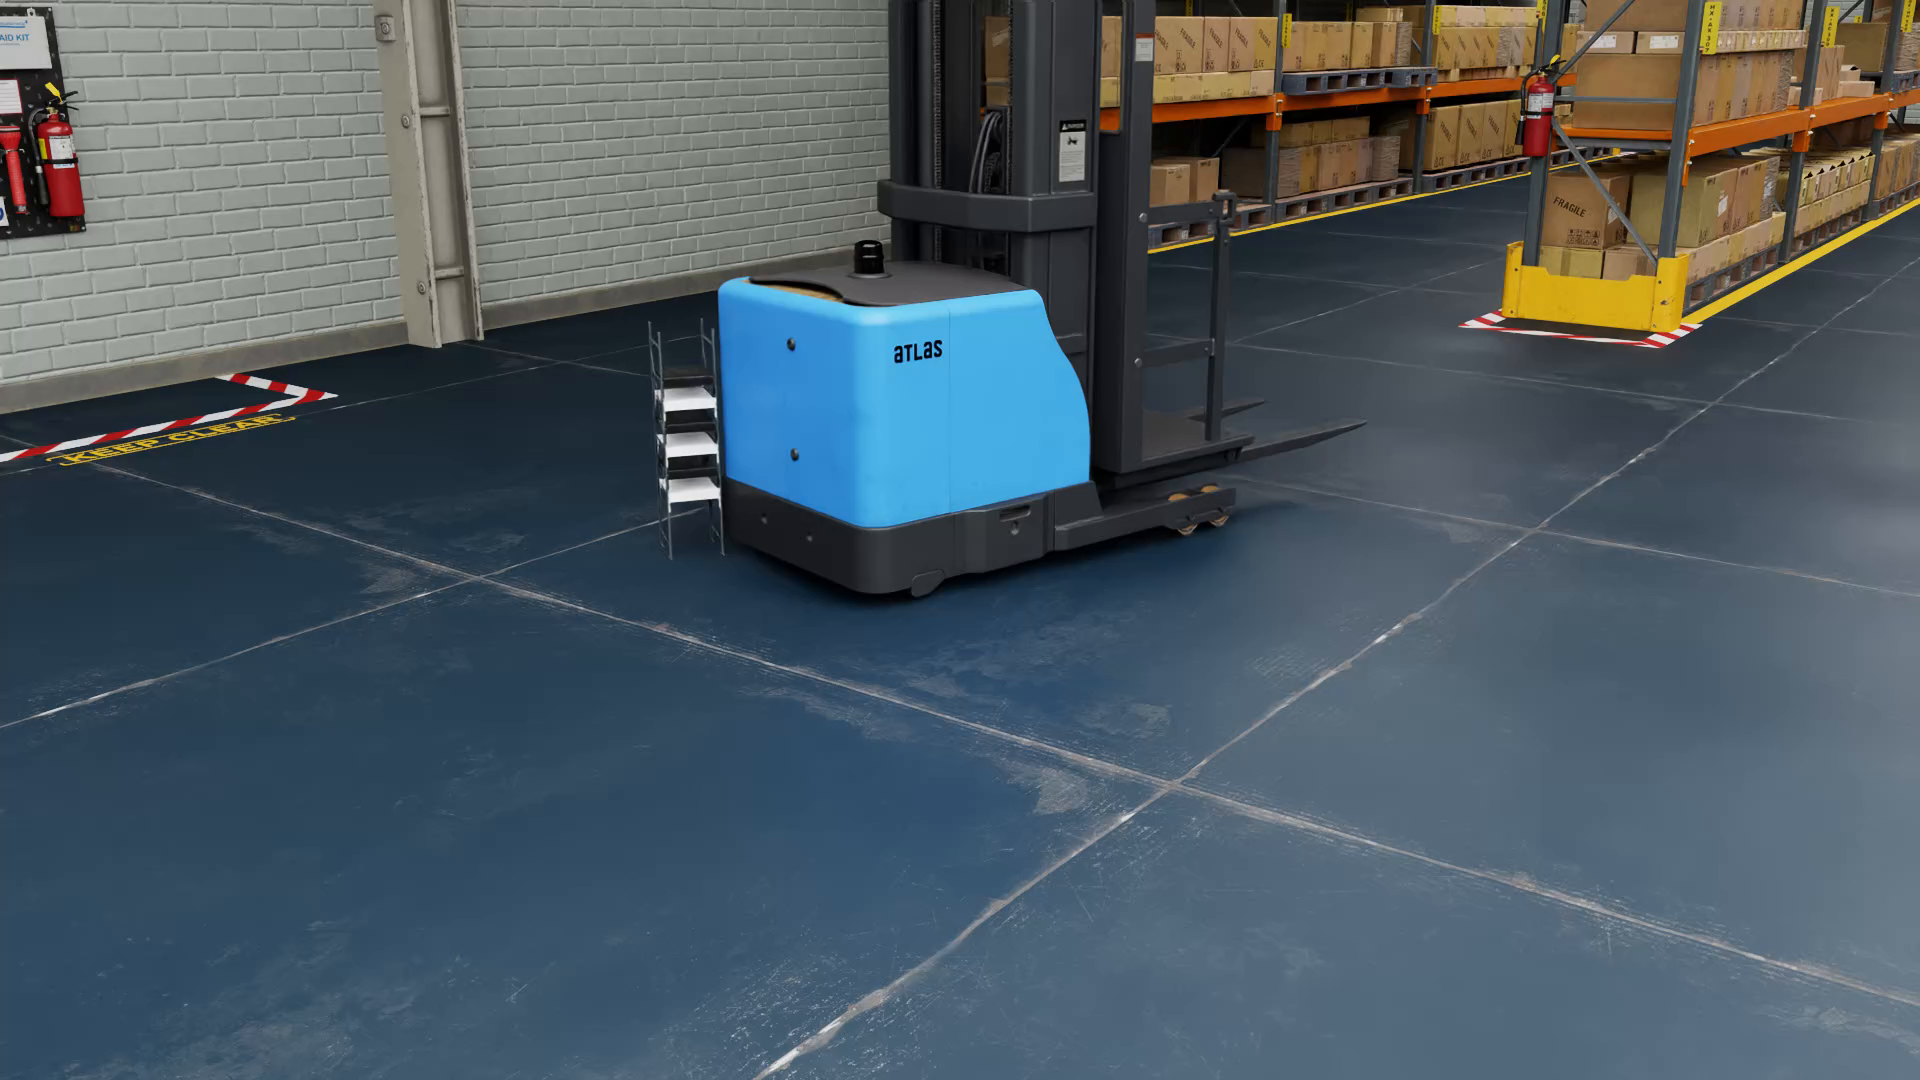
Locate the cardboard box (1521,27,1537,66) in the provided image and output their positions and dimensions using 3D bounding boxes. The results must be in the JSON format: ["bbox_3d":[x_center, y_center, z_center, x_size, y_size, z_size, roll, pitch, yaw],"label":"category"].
[{"bbox_3d":[7.537,-6.757,22.741,0.500,0.500,0.500,12,21,34],"label":"cardboard box"}]

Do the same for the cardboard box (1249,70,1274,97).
[{"bbox_3d":[2.804,-4.578,16.648,0.500,0.250,0.500,12,21,35],"label":"cardboard box"}]

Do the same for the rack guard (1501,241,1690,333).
[{"bbox_3d":[4.426,-1.780,11.633,1.175,0.500,0.348,12,21,35],"label":"rack guard"}]

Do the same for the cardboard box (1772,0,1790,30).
[{"bbox_3d":[6.264,-4.372,13.409,0.700,0.500,0.500,12,21,35],"label":"cardboard box"}]

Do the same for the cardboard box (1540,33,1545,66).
[{"bbox_3d":[7.946,-6.982,23.663,0.980,0.700,0.700,13,21,36],"label":"cardboard box"}]

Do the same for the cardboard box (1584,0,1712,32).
[{"bbox_3d":[4.760,-3.768,11.465,0.700,0.500,0.500,13,21,35],"label":"cardboard box"}]

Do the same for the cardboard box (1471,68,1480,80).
[{"bbox_3d":[6.514,-6.054,21.570,0.380,0.149,0.250,13,21,35],"label":"cardboard box"}]

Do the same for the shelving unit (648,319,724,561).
[{"bbox_3d":[-1.067,-0.391,6.484,0.210,0.900,0.258,-6,18,-18],"label":"shelving unit"}]

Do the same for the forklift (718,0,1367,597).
[{"bbox_3d":[0.525,-1.531,6.733,3.031,2.935,1.130,-14,22,-37],"label":"forklift"}]

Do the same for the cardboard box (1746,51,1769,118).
[{"bbox_3d":[5.953,-3.628,13.199,0.700,0.500,0.500,13,21,35],"label":"cardboard box"}]

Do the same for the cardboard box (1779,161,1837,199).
[{"bbox_3d":[7.880,-3.384,15.565,0.500,0.311,0.500,12,21,33],"label":"cardboard box"}]

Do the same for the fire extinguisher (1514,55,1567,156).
[{"bbox_3d":[3.997,-2.997,11.466,0.296,0.674,0.183,12,21,35],"label":"fire extinguisher"}]

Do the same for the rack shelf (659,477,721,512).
[{"bbox_3d":[-1.067,-0.187,6.547,0.200,0.077,0.258,-6,18,-18],"label":"rack shelf"}]

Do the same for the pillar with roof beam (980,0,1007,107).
[{"bbox_3d":[3.639,-6.278,11.786,9.100,9.000,0.400,12,21,35],"label":"pillar with roof beam"}]

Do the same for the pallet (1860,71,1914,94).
[{"bbox_3d":[9.554,-4.967,18.005,1.213,0.211,1.003,12,21,35],"label":"pallet"}]

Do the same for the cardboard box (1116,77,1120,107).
[{"bbox_3d":[1.303,-3.978,14.716,0.500,0.250,0.500,12,21,33],"label":"cardboard box"}]

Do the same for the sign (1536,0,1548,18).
[{"bbox_3d":[4.013,-3.745,11.393,0.100,0.325,0.005,12,21,35],"label":"sign"}]

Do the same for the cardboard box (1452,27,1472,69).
[{"bbox_3d":[6.041,-6.152,20.794,0.500,0.500,0.500,13,22,36],"label":"cardboard box"}]

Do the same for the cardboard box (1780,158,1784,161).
[{"bbox_3d":[7.741,-3.597,16.252,0.500,0.311,0.500,12,21,34],"label":"cardboard box"}]

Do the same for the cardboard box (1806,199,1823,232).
[{"bbox_3d":[7.568,-2.994,15.254,0.500,0.250,0.500,13,22,36],"label":"cardboard box"}]

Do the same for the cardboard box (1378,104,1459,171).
[{"bbox_3d":[5.770,-5.085,20.978,0.750,0.750,0.750,12,21,34],"label":"cardboard box"}]

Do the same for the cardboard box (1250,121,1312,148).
[{"bbox_3d":[3.528,-4.465,18.273,0.500,0.250,0.500,12,21,34],"label":"cardboard box"}]

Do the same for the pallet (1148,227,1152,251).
[{"bbox_3d":[1.017,-2.728,15.172,1.003,0.211,1.213,12,21,35],"label":"pallet"}]

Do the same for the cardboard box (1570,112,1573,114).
[{"bbox_3d":[9.059,-6.248,25.313,0.700,0.500,0.500,12,21,33],"label":"cardboard box"}]

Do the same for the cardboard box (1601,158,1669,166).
[{"bbox_3d":[5.404,-2.765,13.254,0.500,0.500,0.500,12,21,35],"label":"cardboard box"}]

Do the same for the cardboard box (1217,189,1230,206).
[{"bbox_3d":[2.548,-3.531,17.092,0.380,0.166,0.250,9,20,28],"label":"cardboard box"}]

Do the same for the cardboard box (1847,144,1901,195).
[{"bbox_3d":[10.015,-4.085,18.313,0.500,0.500,0.500,12,21,33],"label":"cardboard box"}]

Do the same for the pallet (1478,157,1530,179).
[{"bbox_3d":[7.210,-5.183,23.079,1.003,0.211,1.213,12,21,35],"label":"pallet"}]

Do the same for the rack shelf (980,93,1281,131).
[{"bbox_3d":[1.651,-3.987,15.737,1.077,0.370,4.000,12,21,35],"label":"rack shelf"}]

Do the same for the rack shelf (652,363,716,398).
[{"bbox_3d":[-1.067,-0.617,6.414,0.200,0.077,0.258,-6,18,-18],"label":"rack shelf"}]

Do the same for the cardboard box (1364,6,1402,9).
[{"bbox_3d":[5.288,-6.471,20.555,0.500,0.250,0.500,13,22,36],"label":"cardboard box"}]

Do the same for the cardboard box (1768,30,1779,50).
[{"bbox_3d":[6.226,-3.945,13.128,0.380,0.149,0.250,12,21,34],"label":"cardboard box"}]

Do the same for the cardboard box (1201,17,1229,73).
[{"bbox_3d":[2.208,-4.698,15.768,0.500,0.500,0.500,12,21,33],"label":"cardboard box"}]

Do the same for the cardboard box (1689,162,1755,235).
[{"bbox_3d":[5.834,-2.670,12.949,0.500,0.500,0.500,12,21,35],"label":"cardboard box"}]

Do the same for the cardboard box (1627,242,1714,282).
[{"bbox_3d":[5.233,-2.075,12.297,0.500,0.250,0.500,12,21,35],"label":"cardboard box"}]

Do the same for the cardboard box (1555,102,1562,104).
[{"bbox_3d":[8.968,-6.621,25.420,0.380,0.149,0.250,13,21,35],"label":"cardboard box"}]

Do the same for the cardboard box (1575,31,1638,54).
[{"bbox_3d":[4.515,-3.462,11.571,0.380,0.149,0.250,12,21,34],"label":"cardboard box"}]

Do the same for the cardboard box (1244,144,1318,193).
[{"bbox_3d":[3.536,-4.133,18.469,0.700,0.500,0.500,12,21,34],"label":"cardboard box"}]

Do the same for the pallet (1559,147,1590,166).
[{"bbox_3d":[8.852,-5.840,25.192,1.003,0.211,1.213,12,21,35],"label":"pallet"}]

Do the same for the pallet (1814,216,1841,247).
[{"bbox_3d":[7.958,-3.075,16.289,1.003,0.211,1.213,12,21,35],"label":"pallet"}]

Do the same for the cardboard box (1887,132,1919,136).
[{"bbox_3d":[11.526,-4.686,20.248,0.500,0.500,0.500,12,21,34],"label":"cardboard box"}]

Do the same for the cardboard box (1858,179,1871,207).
[{"bbox_3d":[9.089,-3.604,17.220,0.500,0.250,0.500,13,21,36],"label":"cardboard box"}]

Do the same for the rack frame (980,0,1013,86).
[{"bbox_3d":[0.460,-3.854,14.097,1.000,3.000,0.127,12,21,35],"label":"rack frame"}]

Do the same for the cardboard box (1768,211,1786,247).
[{"bbox_3d":[6.723,-2.671,14.214,0.500,0.250,0.500,12,21,35],"label":"cardboard box"}]

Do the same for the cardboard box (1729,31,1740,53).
[{"bbox_3d":[5.461,-3.639,12.141,0.380,0.149,0.250,12,21,33],"label":"cardboard box"}]

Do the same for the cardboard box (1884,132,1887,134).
[{"bbox_3d":[11.106,-4.782,20.558,0.500,0.500,0.500,11,21,32],"label":"cardboard box"}]

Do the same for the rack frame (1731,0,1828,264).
[{"bbox_3d":[6.824,-3.932,14.349,1.000,3.000,0.127,12,21,35],"label":"rack frame"}]

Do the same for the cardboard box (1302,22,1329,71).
[{"bbox_3d":[3.512,-5.312,17.880,0.700,0.500,0.500,15,23,40],"label":"cardboard box"}]

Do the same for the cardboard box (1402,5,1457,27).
[{"bbox_3d":[5.721,-6.386,20.283,0.500,0.250,0.500,13,22,36],"label":"cardboard box"}]

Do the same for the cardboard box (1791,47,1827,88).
[{"bbox_3d":[7.608,-4.286,15.318,0.500,0.500,0.500,14,22,39],"label":"cardboard box"}]

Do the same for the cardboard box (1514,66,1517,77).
[{"bbox_3d":[7.314,-6.353,22.534,0.380,0.149,0.250,13,22,36],"label":"cardboard box"}]

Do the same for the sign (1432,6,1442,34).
[{"bbox_3d":[5.668,-6.181,19.771,0.100,0.325,0.005,12,21,35],"label":"sign"}]
